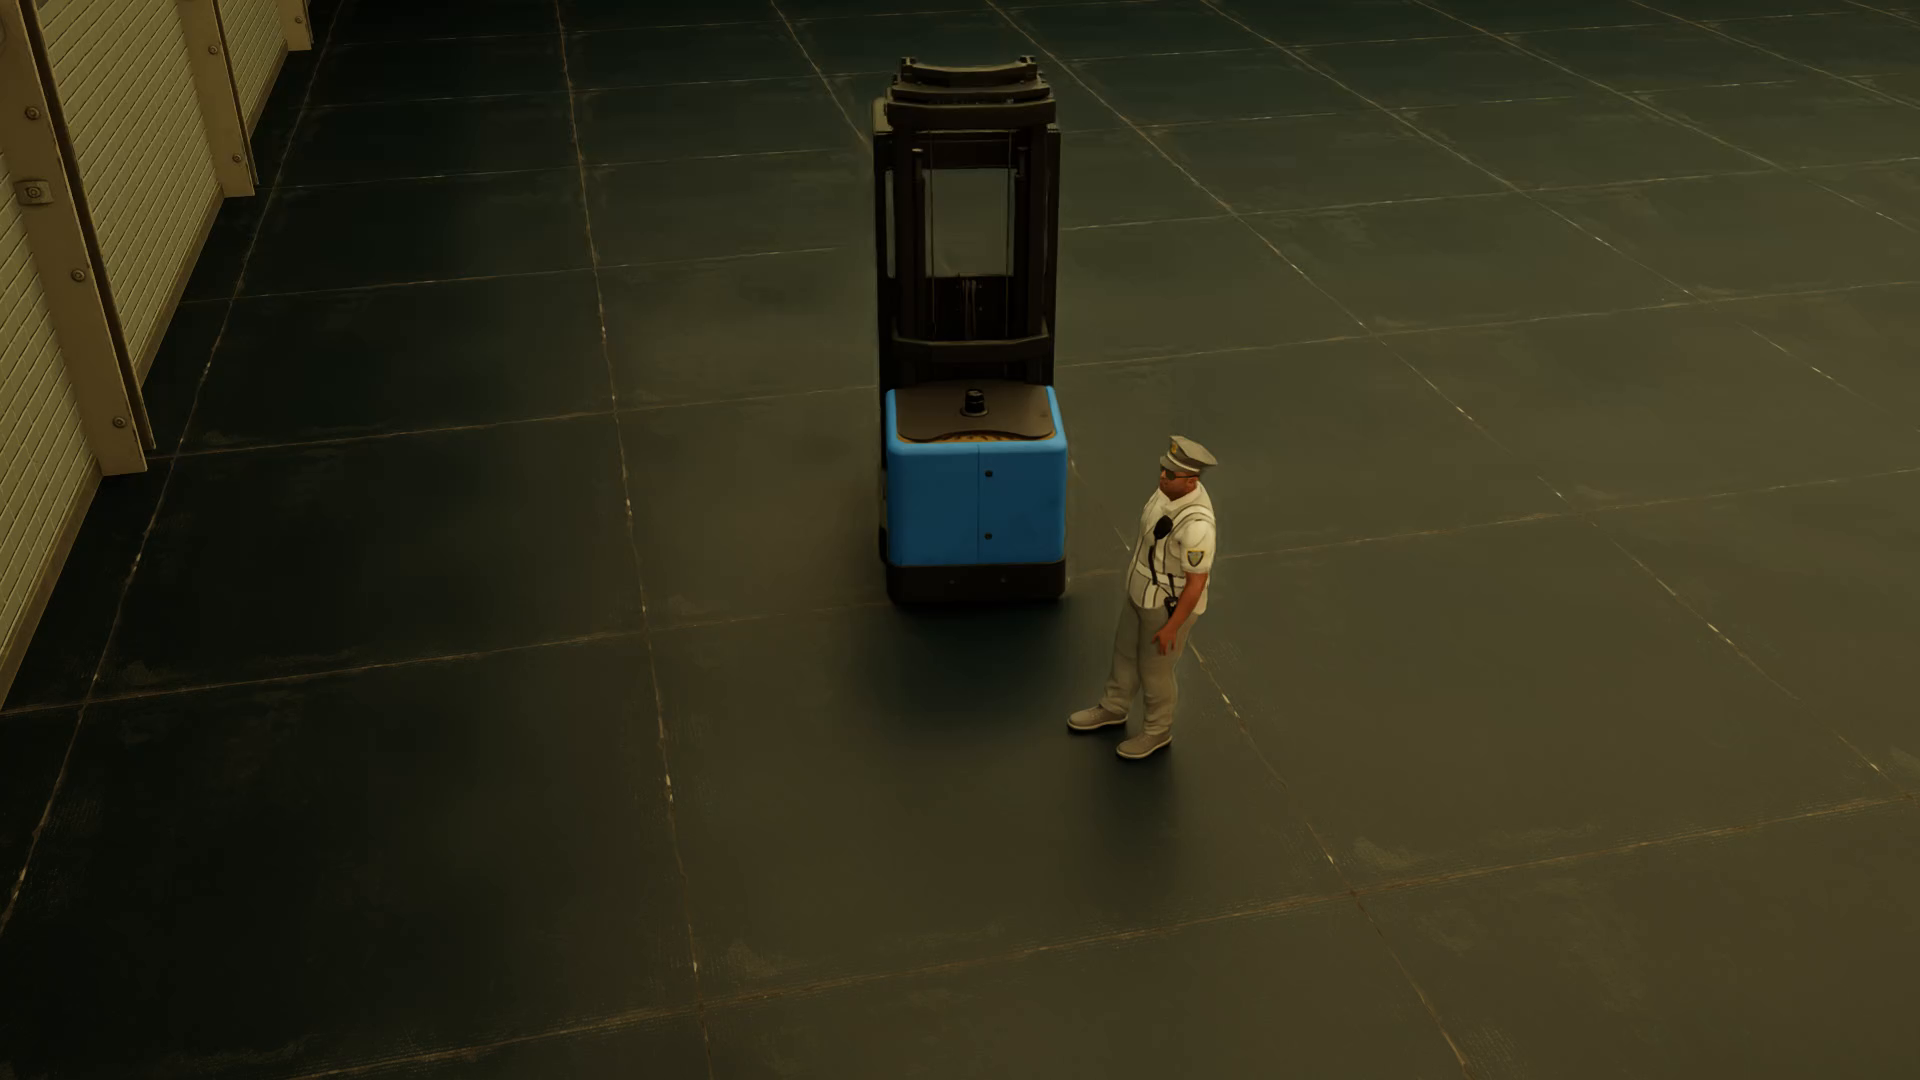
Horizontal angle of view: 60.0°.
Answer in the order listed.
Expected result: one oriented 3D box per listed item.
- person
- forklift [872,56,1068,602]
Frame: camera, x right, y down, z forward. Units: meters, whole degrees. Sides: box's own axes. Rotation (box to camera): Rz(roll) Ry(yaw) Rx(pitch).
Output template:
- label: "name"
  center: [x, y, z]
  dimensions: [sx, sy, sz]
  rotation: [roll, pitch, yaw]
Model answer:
- label: "person"
  center: [0.908, 0.291, 8.225]
  dimensions: [0.619, 1.779, 0.627]
  rotation: [-5, 30, -9]
- label: "forklift"
  center: [0.027, -1.610, 10.356]
  dimensions: [1.130, 2.935, 3.031]
  rotation: [-1, 30, -3]
